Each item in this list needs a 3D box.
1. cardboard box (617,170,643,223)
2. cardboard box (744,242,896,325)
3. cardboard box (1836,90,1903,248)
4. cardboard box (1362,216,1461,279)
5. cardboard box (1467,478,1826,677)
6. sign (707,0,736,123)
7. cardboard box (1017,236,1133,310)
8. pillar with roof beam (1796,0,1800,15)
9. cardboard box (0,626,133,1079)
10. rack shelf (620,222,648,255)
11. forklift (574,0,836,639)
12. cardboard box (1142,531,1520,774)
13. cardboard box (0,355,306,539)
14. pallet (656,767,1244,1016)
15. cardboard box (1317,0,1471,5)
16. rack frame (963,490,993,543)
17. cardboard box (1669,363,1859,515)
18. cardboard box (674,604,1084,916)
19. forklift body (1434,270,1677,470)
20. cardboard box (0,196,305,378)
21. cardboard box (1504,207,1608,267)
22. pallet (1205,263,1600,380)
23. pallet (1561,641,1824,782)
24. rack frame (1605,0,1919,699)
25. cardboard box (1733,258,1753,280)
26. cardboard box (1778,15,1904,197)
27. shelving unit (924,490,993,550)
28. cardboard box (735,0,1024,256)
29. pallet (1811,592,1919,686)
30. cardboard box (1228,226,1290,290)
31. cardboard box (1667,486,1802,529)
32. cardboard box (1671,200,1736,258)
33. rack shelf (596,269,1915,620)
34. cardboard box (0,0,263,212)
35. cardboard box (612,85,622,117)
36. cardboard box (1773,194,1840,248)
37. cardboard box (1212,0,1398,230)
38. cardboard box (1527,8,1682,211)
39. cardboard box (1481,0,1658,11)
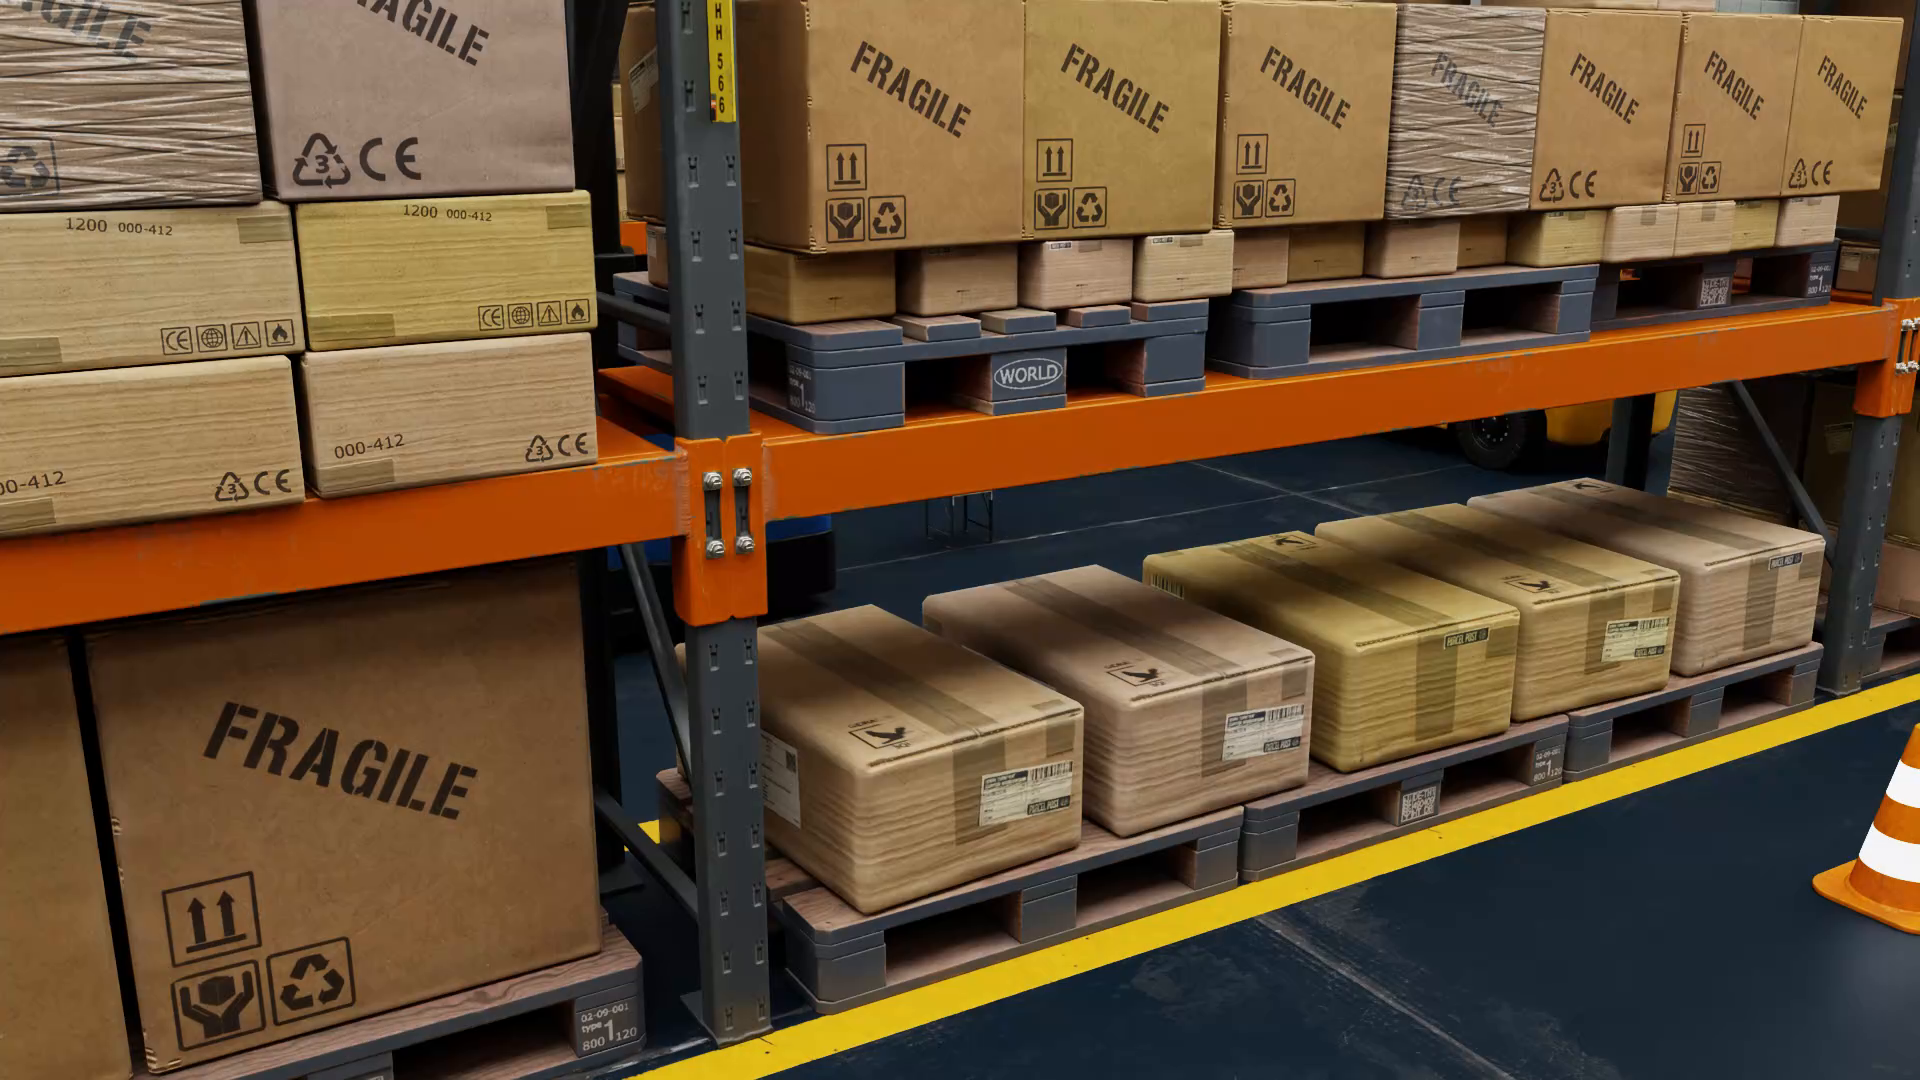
[{"bbox_3d":[-1.898,-1.706,8.216,0.500,0.250,0.500,-10,18,-31],"label":"cardboard box"},{"bbox_3d":[-0.342,-0.567,3.561,0.250,0.149,0.380,-10,19,-33],"label":"cardboard box"},{"bbox_3d":[3.234,-1.227,5.494,0.500,0.500,0.500,-9,18,-30],"label":"cardboard box"},{"bbox_3d":[1.069,-0.780,4.323,0.250,0.149,0.380,-9,18,-28],"label":"cardboard box"},{"bbox_3d":[2.265,0.097,5.596,0.625,0.372,0.950,-9,18,-29],"label":"cardboard box"},{"bbox_3d":[-0.427,-0.913,2.963,0.005,0.325,0.100,-9,18,-30],"label":"sign"},{"bbox_3d":[0.176,-0.625,3.771,0.250,0.149,0.380,-11,19,-33],"label":"cardboard box"},{"bbox_3d":[9.881,-5.582,10.649,0.400,9.000,9.100,-9,18,-30],"label":"pillar with roof beam"},{"bbox_3d":[-2.118,0.537,3.093,0.875,0.875,0.875,-9,18,-29],"label":"cardboard box"},{"bbox_3d":[-1.561,-1.563,8.760,4.000,0.370,1.077,-9,18,-30],"label":"rack shelf"},{"bbox_3d":[-1.982,-1.034,5.667,3.031,2.935,1.130,-11,19,-34],"label":"forklift"},{"bbox_3d":[1.055,0.295,4.890,0.625,0.372,0.950,-9,18,-28],"label":"cardboard box"},{"bbox_3d":[-1.446,-0.206,2.865,0.500,0.250,0.500,-9,18,-29],"label":"cardboard box"},{"bbox_3d":[-0.045,0.751,4.339,1.213,0.211,1.003,-9,18,-30],"label":"pallet"},{"bbox_3d":[1.249,-1.587,4.797,0.250,0.149,0.380,-8,18,-27],"label":"cardboard box"},{"bbox_3d":[0.080,-0.446,7.335,0.006,0.900,0.240,-9,18,-30],"label":"rack frame"},{"bbox_3d":[3.082,-0.423,6.288,0.500,0.500,0.500,-9,18,-30],"label":"cardboard box"},{"bbox_3d":[-0.226,0.504,4.146,0.625,0.372,0.950,-11,19,-33],"label":"cardboard box"},{"bbox_3d":[2.896,-1.649,9.307,1.214,2.155,2.313,-9,18,-30],"label":"forklift body"},{"bbox_3d":[-1.438,-0.453,2.822,0.500,0.250,0.500,-10,18,-31],"label":"cardboard box"},{"bbox_3d":[1.532,-0.847,4.560,0.250,0.149,0.380,-9,18,-30],"label":"cardboard box"},{"bbox_3d":[0.960,-0.675,4.617,1.213,0.211,1.003,-9,18,-30],"label":"pallet"},{"bbox_3d":[2.046,0.412,5.549,1.213,0.211,1.003,-9,18,-30],"label":"pallet"},{"bbox_3d":[2.713,-1.039,5.560,0.127,3.000,1.000,-9,18,-30],"label":"rack frame"},{"bbox_3d":[2.831,-1.033,6.005,0.250,0.149,0.380,-9,18,-30],"label":"cardboard box"},{"bbox_3d":[2.435,-1.315,5.031,0.500,0.500,0.500,-10,18,-31],"label":"cardboard box"},{"bbox_3d":[-0.007,-0.432,7.284,0.210,0.900,0.258,-9,18,-30],"label":"shelving unit"},{"bbox_3d":[-0.211,-0.886,3.498,0.500,0.500,0.500,-10,18,-31],"label":"cardboard box"},{"bbox_3d":[3.270,0.202,6.298,1.213,0.211,1.003,-9,18,-30],"label":"pallet"},{"bbox_3d":[0.589,-0.711,4.074,0.250,0.149,0.380,-8,18,-26],"label":"cardboard box"},{"bbox_3d":[3.081,-0.062,6.389,0.500,0.250,0.500,-8,18,-27],"label":"cardboard box"},{"bbox_3d":[1.976,-0.908,4.780,0.250,0.149,0.380,-10,18,-31],"label":"cardboard box"},{"bbox_3d":[0.998,-0.415,4.665,4.000,0.370,1.077,-9,18,-30],"label":"rack shelf"},{"bbox_3d":[-1.460,-0.807,2.694,0.500,0.500,0.500,-9,18,-29],"label":"cardboard box"},{"bbox_3d":[-1.750,-2.150,8.134,0.250,0.149,0.380,-9,18,-29],"label":"cardboard box"},{"bbox_3d":[2.414,-0.985,5.054,0.250,0.149,0.380,-9,18,-29],"label":"cardboard box"},{"bbox_3d":[0.684,-1.035,4.031,0.500,0.500,0.500,-9,18,-29],"label":"cardboard box"},{"bbox_3d":[1.565,-1.176,4.533,0.500,0.500,0.500,-9,18,-28],"label":"cardboard box"},{"bbox_3d":[1.626,-1.486,4.439,0.250,0.149,0.380,-10,19,-32],"label":"cardboard box"}]
